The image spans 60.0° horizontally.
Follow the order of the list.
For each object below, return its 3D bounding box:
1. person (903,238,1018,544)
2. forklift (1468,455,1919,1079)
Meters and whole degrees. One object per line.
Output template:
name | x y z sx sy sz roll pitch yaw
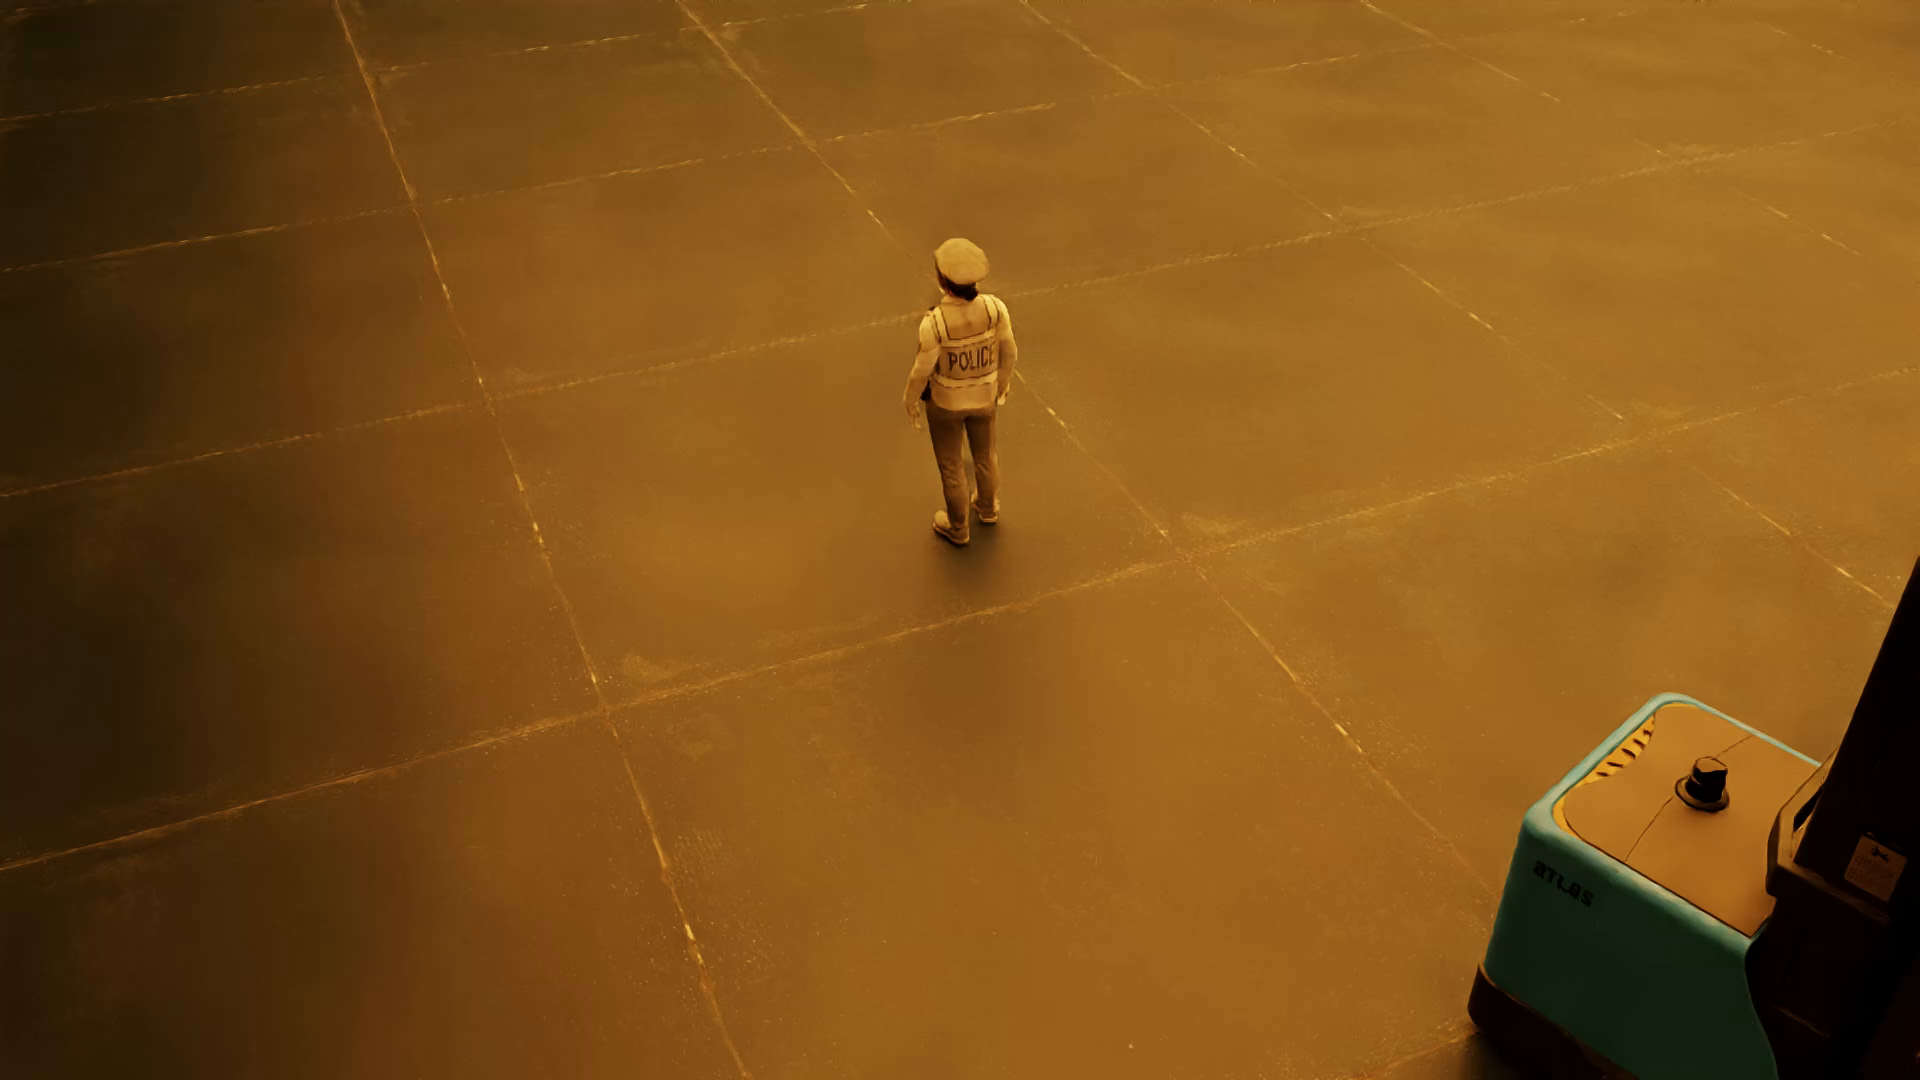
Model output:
person | -0.020 -0.734 8.185 0.586 1.695 0.532 -14 38 -19
forklift | 3.231 1.023 4.660 1.130 2.935 3.031 -28 44 -34
